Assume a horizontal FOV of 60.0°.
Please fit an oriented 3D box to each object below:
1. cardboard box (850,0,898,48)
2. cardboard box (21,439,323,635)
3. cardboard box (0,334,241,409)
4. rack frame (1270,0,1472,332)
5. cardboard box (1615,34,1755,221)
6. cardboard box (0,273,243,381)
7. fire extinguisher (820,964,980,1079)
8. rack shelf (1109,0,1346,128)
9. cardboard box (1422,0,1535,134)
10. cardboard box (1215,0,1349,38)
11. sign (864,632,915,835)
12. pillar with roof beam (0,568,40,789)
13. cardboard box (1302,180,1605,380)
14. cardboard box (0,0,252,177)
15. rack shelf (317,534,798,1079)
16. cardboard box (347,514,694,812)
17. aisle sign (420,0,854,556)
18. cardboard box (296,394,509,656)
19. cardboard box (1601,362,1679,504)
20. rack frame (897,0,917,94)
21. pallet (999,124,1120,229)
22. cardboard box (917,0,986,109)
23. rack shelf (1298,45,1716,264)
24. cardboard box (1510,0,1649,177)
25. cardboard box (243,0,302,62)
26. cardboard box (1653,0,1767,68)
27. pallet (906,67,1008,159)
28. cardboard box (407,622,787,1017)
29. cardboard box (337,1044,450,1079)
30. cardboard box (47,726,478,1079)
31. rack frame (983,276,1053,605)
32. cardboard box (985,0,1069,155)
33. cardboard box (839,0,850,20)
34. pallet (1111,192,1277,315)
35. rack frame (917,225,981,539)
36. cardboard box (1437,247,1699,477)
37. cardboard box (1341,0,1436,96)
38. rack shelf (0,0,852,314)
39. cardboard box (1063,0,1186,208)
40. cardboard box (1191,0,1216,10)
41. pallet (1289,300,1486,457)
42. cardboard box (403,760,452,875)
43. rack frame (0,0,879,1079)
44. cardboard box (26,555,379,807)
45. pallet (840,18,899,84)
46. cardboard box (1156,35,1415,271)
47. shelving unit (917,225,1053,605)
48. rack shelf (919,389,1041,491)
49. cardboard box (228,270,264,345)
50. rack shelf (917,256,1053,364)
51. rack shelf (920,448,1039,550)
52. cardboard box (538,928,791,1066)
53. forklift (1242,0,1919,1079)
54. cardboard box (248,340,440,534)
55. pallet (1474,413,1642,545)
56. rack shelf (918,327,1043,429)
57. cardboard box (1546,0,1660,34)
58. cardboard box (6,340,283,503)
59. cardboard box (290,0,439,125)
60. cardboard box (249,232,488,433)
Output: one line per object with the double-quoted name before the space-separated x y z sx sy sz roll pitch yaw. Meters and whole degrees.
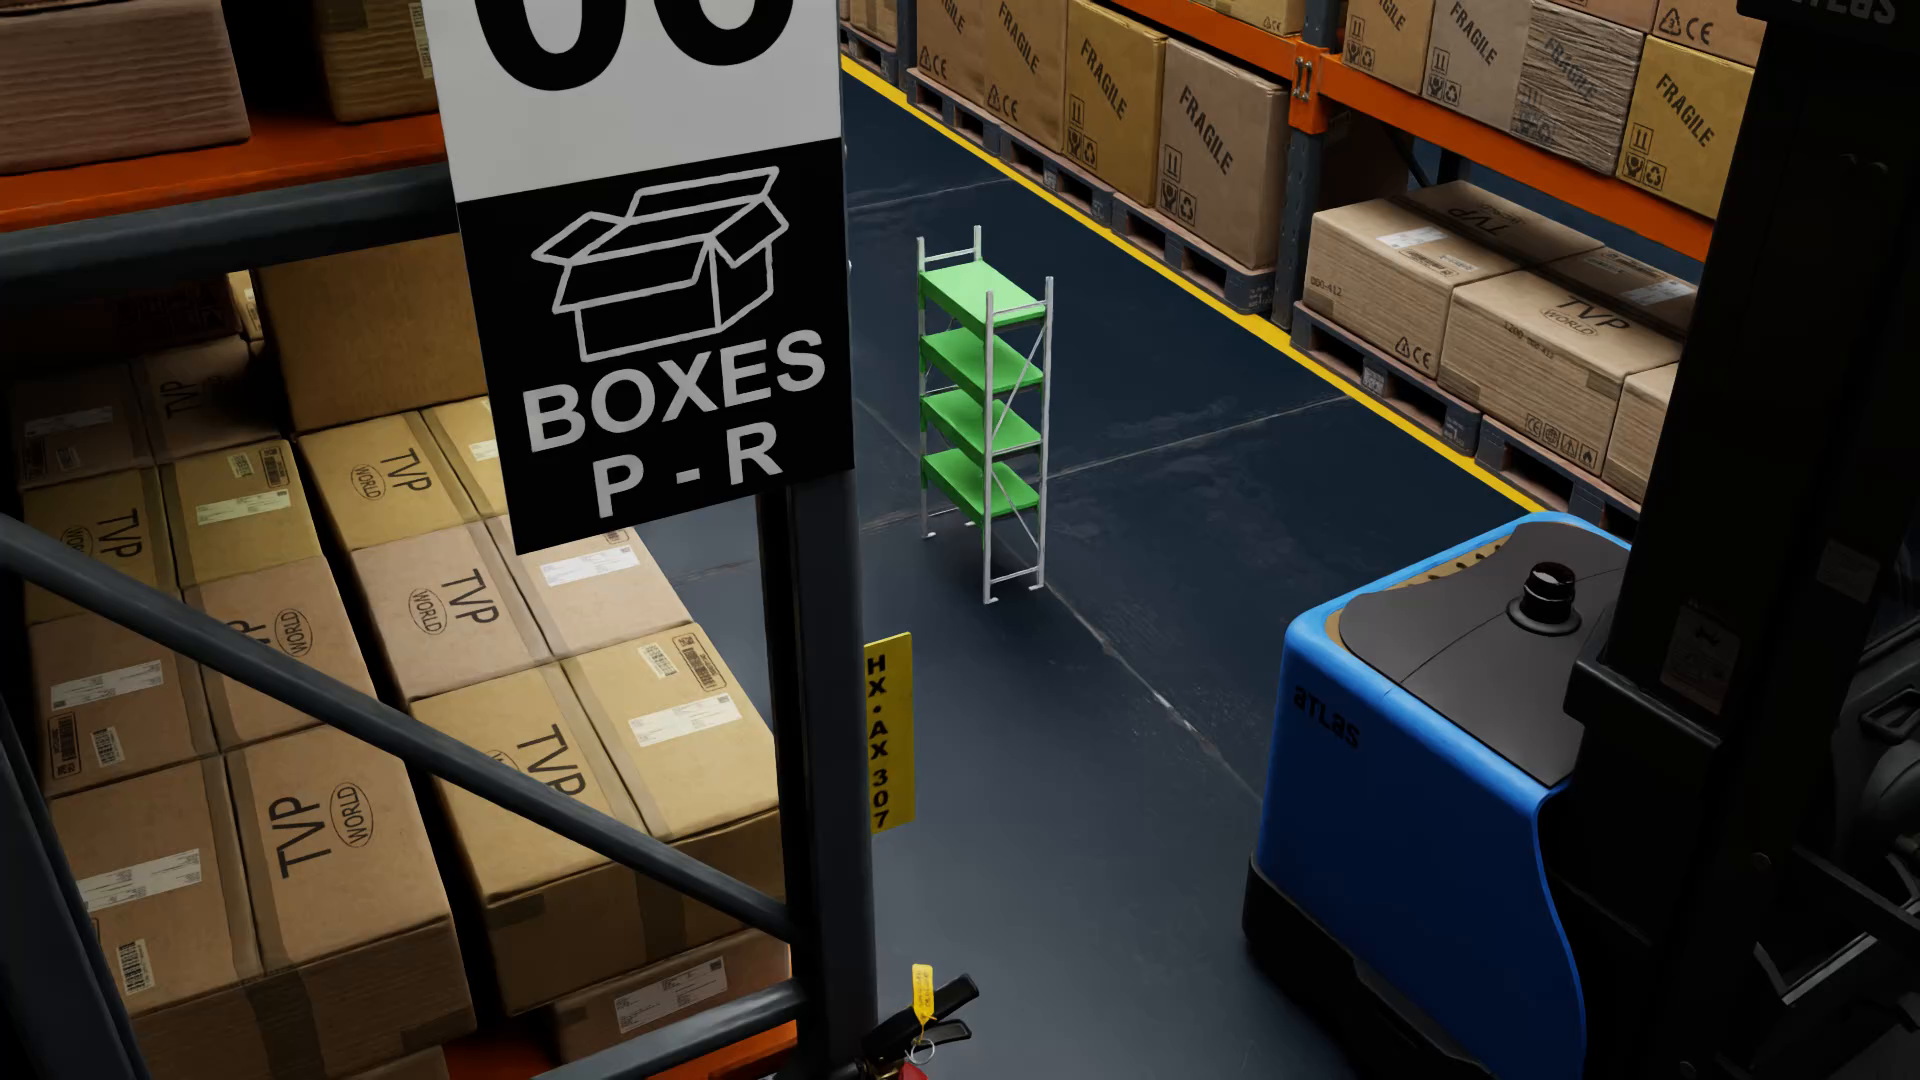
"cardboard box" -0.184 -3.640 11.197 0.950 0.372 0.625 -18 37 -26
"cardboard box" -1.504 0.072 3.220 0.500 0.250 0.500 -15 35 -22
"cardboard box" -1.983 -0.411 3.975 0.500 0.250 0.500 -15 36 -22
"rack frame" 1.936 -2.388 7.197 1.000 3.000 0.127 -16 36 -23
"cardboard box" 2.620 -1.414 5.584 0.500 0.500 0.500 -15 35 -22
"cardboard box" -1.995 -0.738 3.790 0.500 0.500 0.500 -17 36 -24
"fire extinguisher" -0.111 0.915 2.459 0.296 0.674 0.183 -16 36 -23
"rack shelf" 1.003 -3.040 8.881 1.077 0.370 4.000 -16 36 -23
"cardboard box" 2.154 -1.899 6.341 0.500 0.500 0.500 -16 36 -23
"cardboard box" 1.504 -2.476 7.473 0.500 0.250 0.500 -17 36 -24
"sign" -0.109 0.270 2.246 0.100 0.325 0.005 -16 36 -23
"pillar with roof beam" 0.882 -4.188 4.445 9.100 9.000 0.400 -16 36 -23
"cardboard box" 2.134 -1.160 7.265 0.875 0.438 0.875 -16 36 -24
"cardboard box" -0.942 -0.481 1.672 0.380 0.149 0.250 -15 36 -22
"rack shelf" -1.521 0.119 3.950 1.077 0.370 4.000 -16 36 -23
"cardboard box" -0.797 0.184 3.045 0.500 0.250 0.500 -15 36 -23
"aisle sign" -0.297 -0.365 1.629 0.394 0.787 0.004 -16 36 -23
"cardboard box" -1.036 -0.057 3.422 0.500 0.250 0.500 -17 36 -24
"cardboard box" 2.971 -0.302 5.926 0.875 0.438 0.875 -15 36 -22
"rack frame" 0.071 -4.297 10.177 1.000 3.000 0.127 -16 36 -23
"pallet" 0.937 -2.146 9.404 1.003 0.211 1.213 -16 36 -23
"cardboard box" 0.319 -3.229 10.089 0.875 0.875 0.875 -16 36 -24
"rack shelf" 2.868 -1.131 5.901 1.077 0.370 4.000 -16 36 -23
"cardboard box" 2.380 -1.660 5.968 0.500 0.500 0.500 -16 36 -23
"cardboard box" -0.677 -0.715 2.038 0.380 0.149 0.250 -15 36 -22
"cardboard box" 2.635 -1.832 5.309 0.500 0.500 0.500 -16 36 -23
"pallet" 0.372 -2.728 10.312 1.003 0.211 1.213 -16 36 -23
"cardboard box" -0.562 0.425 2.670 0.500 0.250 0.500 -16 36 -23
"cardboard box" -0.980 0.786 2.475 0.380 0.149 0.250 -16 36 -24
"cardboard box" -1.038 0.556 2.465 0.500 0.250 0.500 -15 36 -22
"rack frame" 0.191 -0.310 5.621 0.240 1.200 0.015 -16 36 -23
"cardboard box" 0.732 -2.802 9.423 0.875 0.875 0.875 -15 36 -23
"cardboard box" -0.535 -3.990 11.743 0.950 0.372 0.625 -17 36 -24
"pallet" 1.509 -1.563 8.494 1.003 0.211 1.213 -16 36 -23
"rack frame" -0.037 -0.543 5.985 0.240 1.200 0.015 -16 36 -23
"cardboard box" 2.552 -0.732 6.598 0.875 0.438 0.875 -17 36 -24
"cardboard box" 1.923 -2.140 6.718 0.500 0.500 0.500 -15 35 -22
"rack shelf" -1.521 -1.144 3.141 1.077 0.370 4.000 -16 36 -23
"cardboard box" 1.148 -2.375 8.757 0.875 0.875 0.875 -15 36 -22
"cardboard box" 1.267 -2.719 7.852 0.500 0.250 0.500 -16 36 -24
"pallet" 2.221 -0.831 7.352 1.003 0.211 1.213 -16 36 -23
"cardboard box" -0.812 0.424 3.040 0.380 0.149 0.250 -16 36 -24
"rack frame" -0.586 0.770 2.267 0.949 2.616 0.053 -16 36 -23
"cardboard box" -1.277 0.310 2.849 0.500 0.250 0.500 -16 36 -23
"pallet" -0.292 -3.496 11.511 1.003 0.211 1.213 -16 36 -23
"cardboard box" 1.576 -1.946 8.087 0.875 0.875 0.875 -15 35 -22
"shelving unit" 0.077 -0.426 5.803 0.258 1.200 0.503 -16 36 -23
"rack shelf" 0.077 -0.372 5.837 0.258 0.148 0.480 -16 36 -23
"cardboard box" -1.533 -0.542 4.178 0.500 0.250 0.500 -16 36 -23
"rack shelf" 0.077 -0.777 5.579 0.258 0.148 0.480 -16 36 -23
"rack shelf" 0.077 -0.170 5.967 0.258 0.148 0.480 -16 36 -23
"cardboard box" -0.499 0.651 2.686 0.380 0.149 0.250 -16 36 -23
"forklift" 1.998 0.375 2.947 1.130 2.935 3.031 -20 38 -28
"cardboard box" -1.293 -0.296 3.794 0.500 0.250 0.500 -17 36 -24
"pallet" 2.794 -0.248 6.442 1.003 0.211 1.213 -16 36 -23
"rack shelf" 0.077 -0.575 5.708 0.258 0.148 0.480 -16 36 -23
"cardboard box" 2.403 -2.073 5.686 0.500 0.500 0.500 -15 36 -22
"cardboard box" -1.747 -0.177 3.609 0.500 0.250 0.500 -16 36 -23
"cardboard box" -0.531 -0.597 1.853 0.380 0.149 0.250 -15 36 -22
"cardboard box" -1.261 -0.607 3.585 0.500 0.500 0.500 -15 36 -22
